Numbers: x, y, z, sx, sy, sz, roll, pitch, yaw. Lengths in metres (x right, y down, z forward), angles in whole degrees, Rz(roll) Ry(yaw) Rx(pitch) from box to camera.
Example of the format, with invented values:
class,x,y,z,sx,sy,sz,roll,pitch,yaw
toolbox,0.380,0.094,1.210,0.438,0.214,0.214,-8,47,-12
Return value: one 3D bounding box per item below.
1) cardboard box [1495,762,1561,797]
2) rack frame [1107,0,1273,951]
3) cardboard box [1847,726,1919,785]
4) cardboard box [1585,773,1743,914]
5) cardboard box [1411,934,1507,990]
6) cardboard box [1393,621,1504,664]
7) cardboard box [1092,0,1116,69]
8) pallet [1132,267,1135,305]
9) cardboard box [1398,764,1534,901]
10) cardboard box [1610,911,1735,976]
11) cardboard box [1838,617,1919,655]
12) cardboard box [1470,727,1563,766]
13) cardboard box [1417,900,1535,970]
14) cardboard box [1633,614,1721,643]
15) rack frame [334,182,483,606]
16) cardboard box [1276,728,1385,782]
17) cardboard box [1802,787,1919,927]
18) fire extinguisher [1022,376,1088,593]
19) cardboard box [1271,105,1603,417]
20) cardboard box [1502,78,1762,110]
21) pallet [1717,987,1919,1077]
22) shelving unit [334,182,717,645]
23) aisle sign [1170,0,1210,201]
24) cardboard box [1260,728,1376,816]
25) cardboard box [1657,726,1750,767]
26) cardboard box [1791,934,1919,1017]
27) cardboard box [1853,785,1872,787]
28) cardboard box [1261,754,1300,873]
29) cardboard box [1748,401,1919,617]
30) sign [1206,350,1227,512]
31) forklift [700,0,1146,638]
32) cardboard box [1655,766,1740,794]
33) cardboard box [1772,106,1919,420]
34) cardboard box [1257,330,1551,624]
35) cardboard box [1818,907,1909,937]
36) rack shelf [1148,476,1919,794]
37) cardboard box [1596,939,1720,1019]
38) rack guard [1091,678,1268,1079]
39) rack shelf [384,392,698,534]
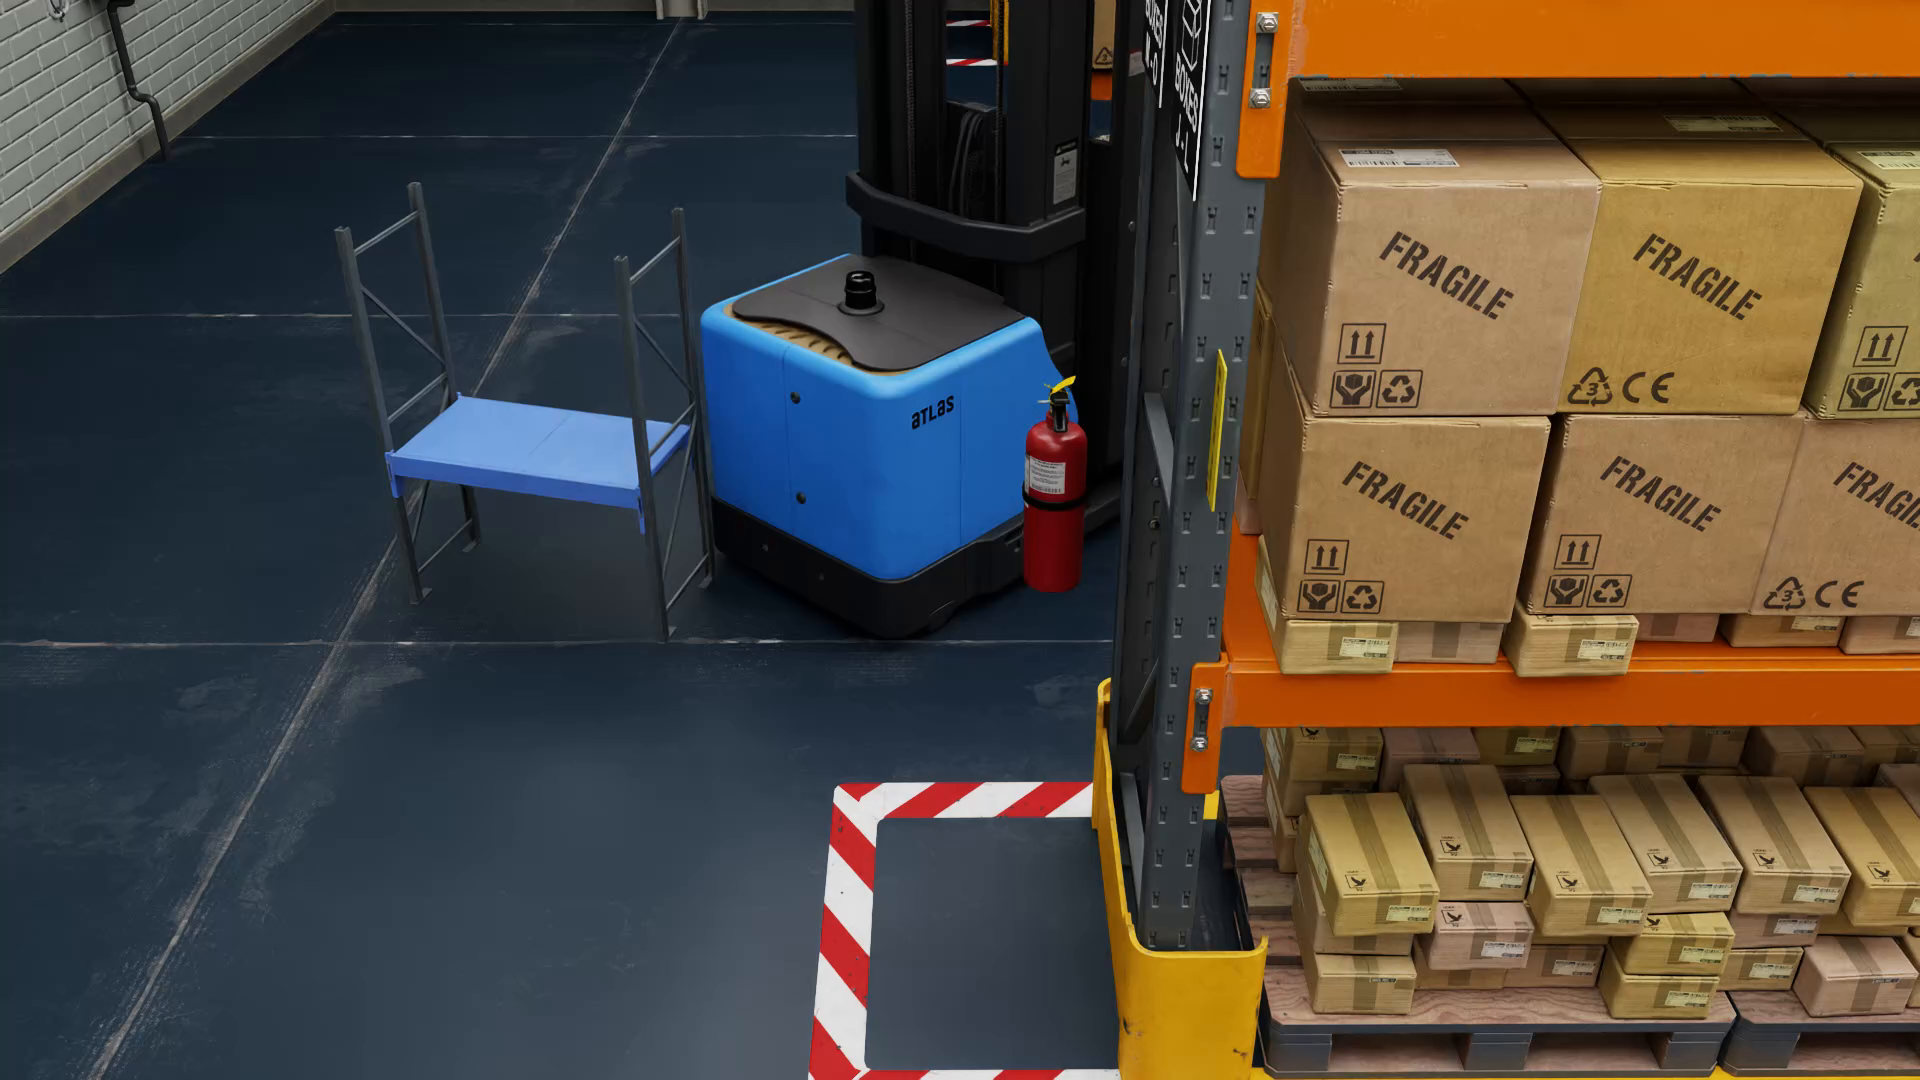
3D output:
class,x,y,z,sx,sy,sz,roll,pitch,yaw
cardboard box,1.564,0.627,4.881,0.250,0.149,0.380,-1,31,-2
rack frame,0.518,-0.133,4.077,0.127,3.000,1.000,0,31,0
cardboard box,2.609,0.525,4.763,0.250,0.149,0.380,0,31,0
cardboard box,1.819,0.786,4.333,0.250,0.149,0.380,-2,31,-3
cardboard box,1.305,1.028,4.508,0.250,0.149,0.380,0,31,0
cardboard box,1.098,0.122,3.900,0.250,0.149,0.380,1,31,1
cardboard box,0.869,-2.595,8.039,0.500,0.500,0.500,0,31,-1
pallet,1.186,-1.551,9.102,1.213,0.211,1.003,0,31,0
cardboard box,1.319,0.764,4.369,0.250,0.149,0.380,0,31,1
cardboard box,1.819,0.948,4.352,0.250,0.149,0.380,1,31,1
cardboard box,2.144,0.102,3.932,0.250,0.149,0.380,-1,31,-1
cardboard box,1.556,0.482,4.834,0.250,0.149,0.380,-1,31,-1
cardboard box,1.318,0.940,4.366,0.250,0.149,0.380,0,31,-1
cardboard box,1.626,0.077,3.974,0.250,0.149,0.380,1,31,2
rack frame,-2.016,-0.518,6.158,0.032,1.500,0.500,8,32,13
cardboard box,1.046,0.519,4.772,0.250,0.149,0.380,0,31,0
cardboard box,2.360,0.813,4.289,0.250,0.149,0.380,0,31,0
fire extinguisher,0.263,-0.179,4.587,0.183,0.674,0.296,0,31,0
cardboard box,0.969,-0.594,3.490,0.500,0.500,0.500,0,31,-1
cardboard box,1.481,-0.862,3.932,0.500,0.500,0.500,-1,31,-2
pallet,2.624,1.073,4.778,1.213,0.211,1.003,0,31,0
shelving unit,-1.525,-0.450,6.046,1.048,1.500,0.538,8,32,13
aisle sign,0.447,-1.088,3.146,0.004,0.787,0.394,0,31,0
cardboard box,1.044,0.630,4.877,0.250,0.149,0.380,-1,31,-2
cardboard box,2.083,0.484,4.831,0.250,0.149,0.380,1,31,2
cardboard box,2.314,1.074,4.432,0.250,0.149,0.380,-2,31,-3
cardboard box,2.613,0.613,4.905,0.250,0.149,0.380,0,31,0
cardboard box,1.043,0.797,4.888,0.250,0.149,0.380,0,31,1
cardboard box,1.994,-0.170,3.756,0.500,0.500,0.500,0,31,0
sign,0.521,-0.221,3.388,0.005,0.325,0.100,0,31,0
forklift,0.391,-1.577,6.524,1.130,2.935,3.031,25,39,35
cardboard box,2.081,0.619,4.895,0.250,0.149,0.380,0,31,0
cardboard box,1.993,-0.589,3.481,0.500,0.500,0.500,-1,31,-1
cardboard box,0.969,-0.161,3.740,0.500,0.500,0.500,1,31,2
cardboard box,2.355,0.876,4.471,0.250,0.149,0.380,1,31,2
rack shelf,2.518,0.169,4.274,4.000,0.370,1.077,0,31,0
cardboard box,1.810,1.080,4.422,0.250,0.149,0.380,0,31,0
rack guard,0.594,0.936,4.725,0.348,0.500,1.175,0,31,0
rack shelf,-1.525,-0.296,6.139,1.000,0.185,0.538,8,32,13
